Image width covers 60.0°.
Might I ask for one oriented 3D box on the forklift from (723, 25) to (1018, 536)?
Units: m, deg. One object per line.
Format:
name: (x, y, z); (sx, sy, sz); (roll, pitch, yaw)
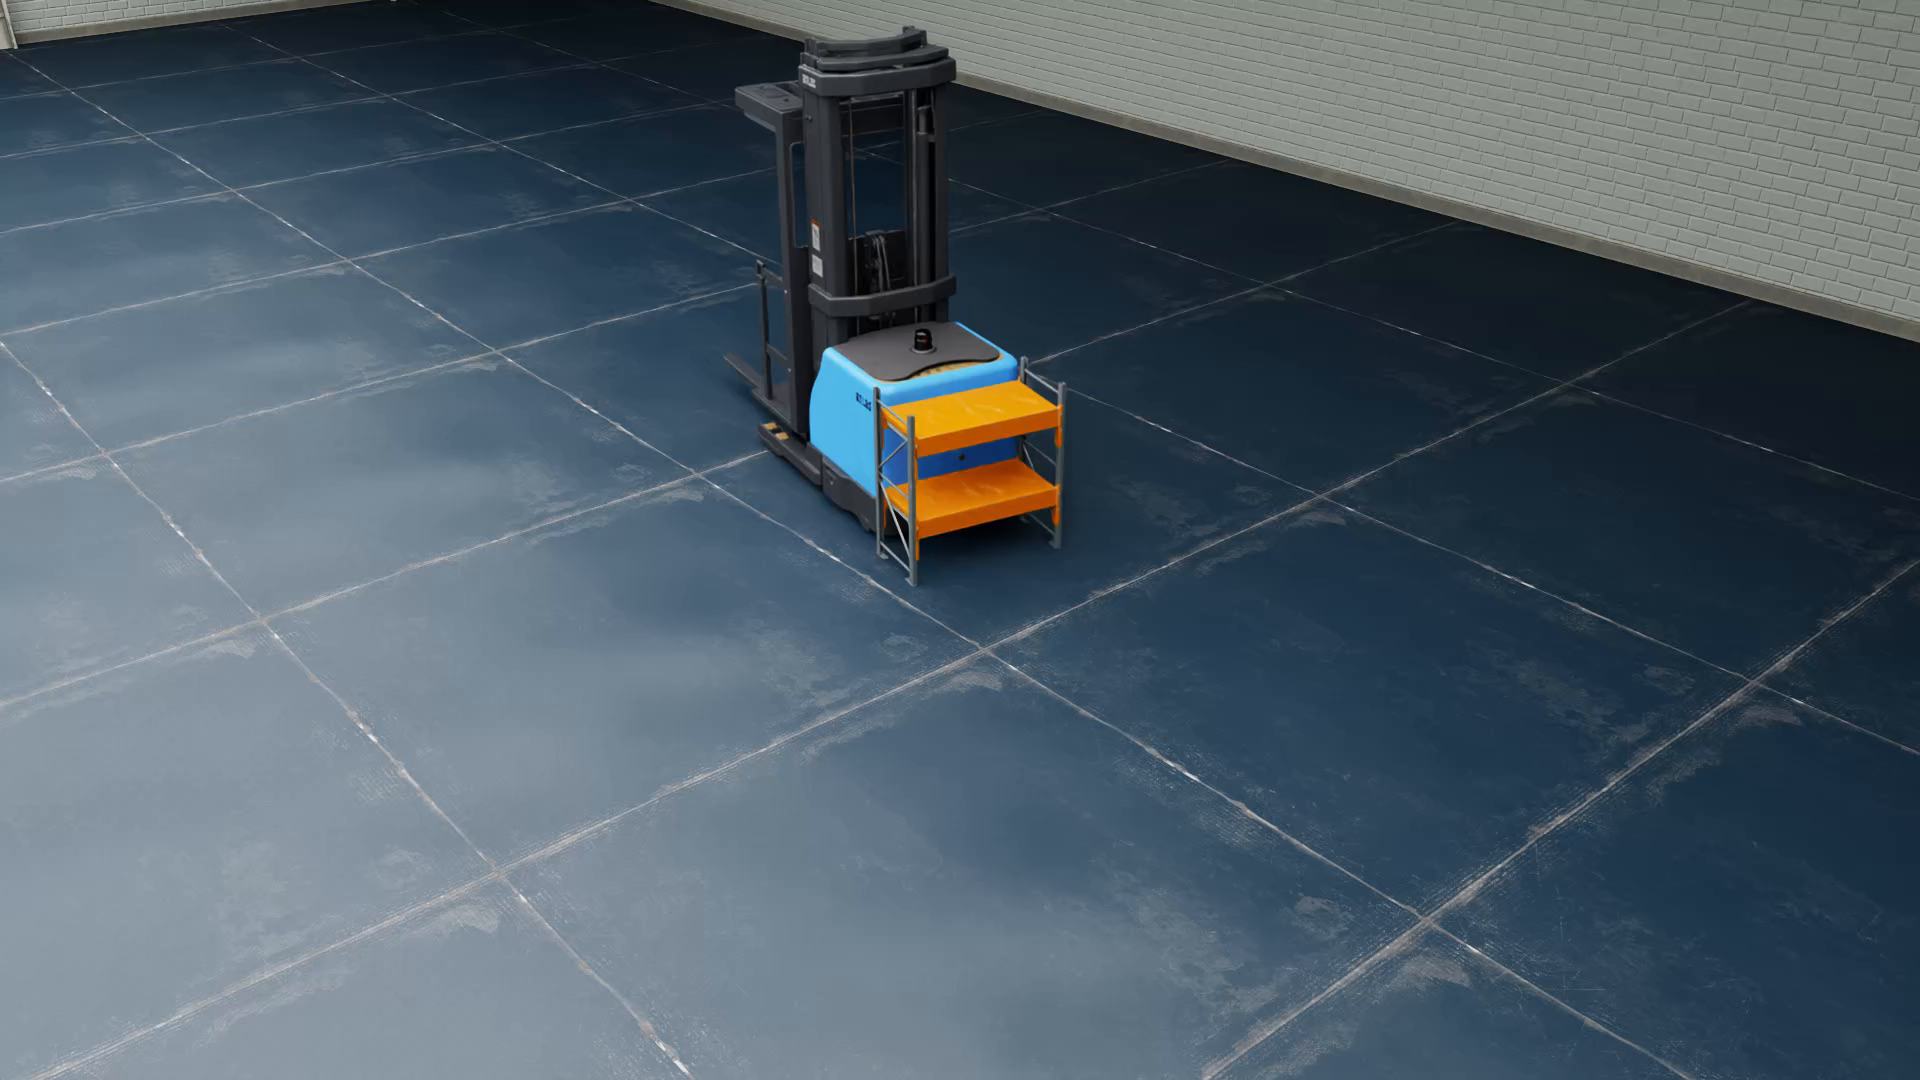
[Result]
forklift: (-0.785, -1.980, 11.203); (1.130, 2.935, 3.031); (-15, 32, -26)

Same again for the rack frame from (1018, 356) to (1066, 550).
rack frame: (0.508, -0.542, 10.428); (0.032, 1.125, 0.500); (-14, 31, -24)

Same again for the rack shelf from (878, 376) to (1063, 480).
rack shelf: (0.059, -0.687, 10.080); (1.000, 0.278, 0.538); (-14, 31, -24)

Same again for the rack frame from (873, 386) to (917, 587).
rack frame: (-0.390, -0.316, 10.007); (0.032, 1.125, 0.500); (-14, 31, -24)

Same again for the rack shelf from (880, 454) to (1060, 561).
rack shelf: (0.059, -0.213, 10.333); (1.000, 0.278, 0.538); (-14, 31, -24)

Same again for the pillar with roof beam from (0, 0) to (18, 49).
pillar with roof beam: (-10.909, -9.446, 18.736); (0.400, 9.000, 9.100); (-22, 35, -35)

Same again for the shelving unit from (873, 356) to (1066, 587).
shelving unit: (0.059, -0.429, 10.218); (1.048, 1.125, 0.538); (-14, 31, -24)
